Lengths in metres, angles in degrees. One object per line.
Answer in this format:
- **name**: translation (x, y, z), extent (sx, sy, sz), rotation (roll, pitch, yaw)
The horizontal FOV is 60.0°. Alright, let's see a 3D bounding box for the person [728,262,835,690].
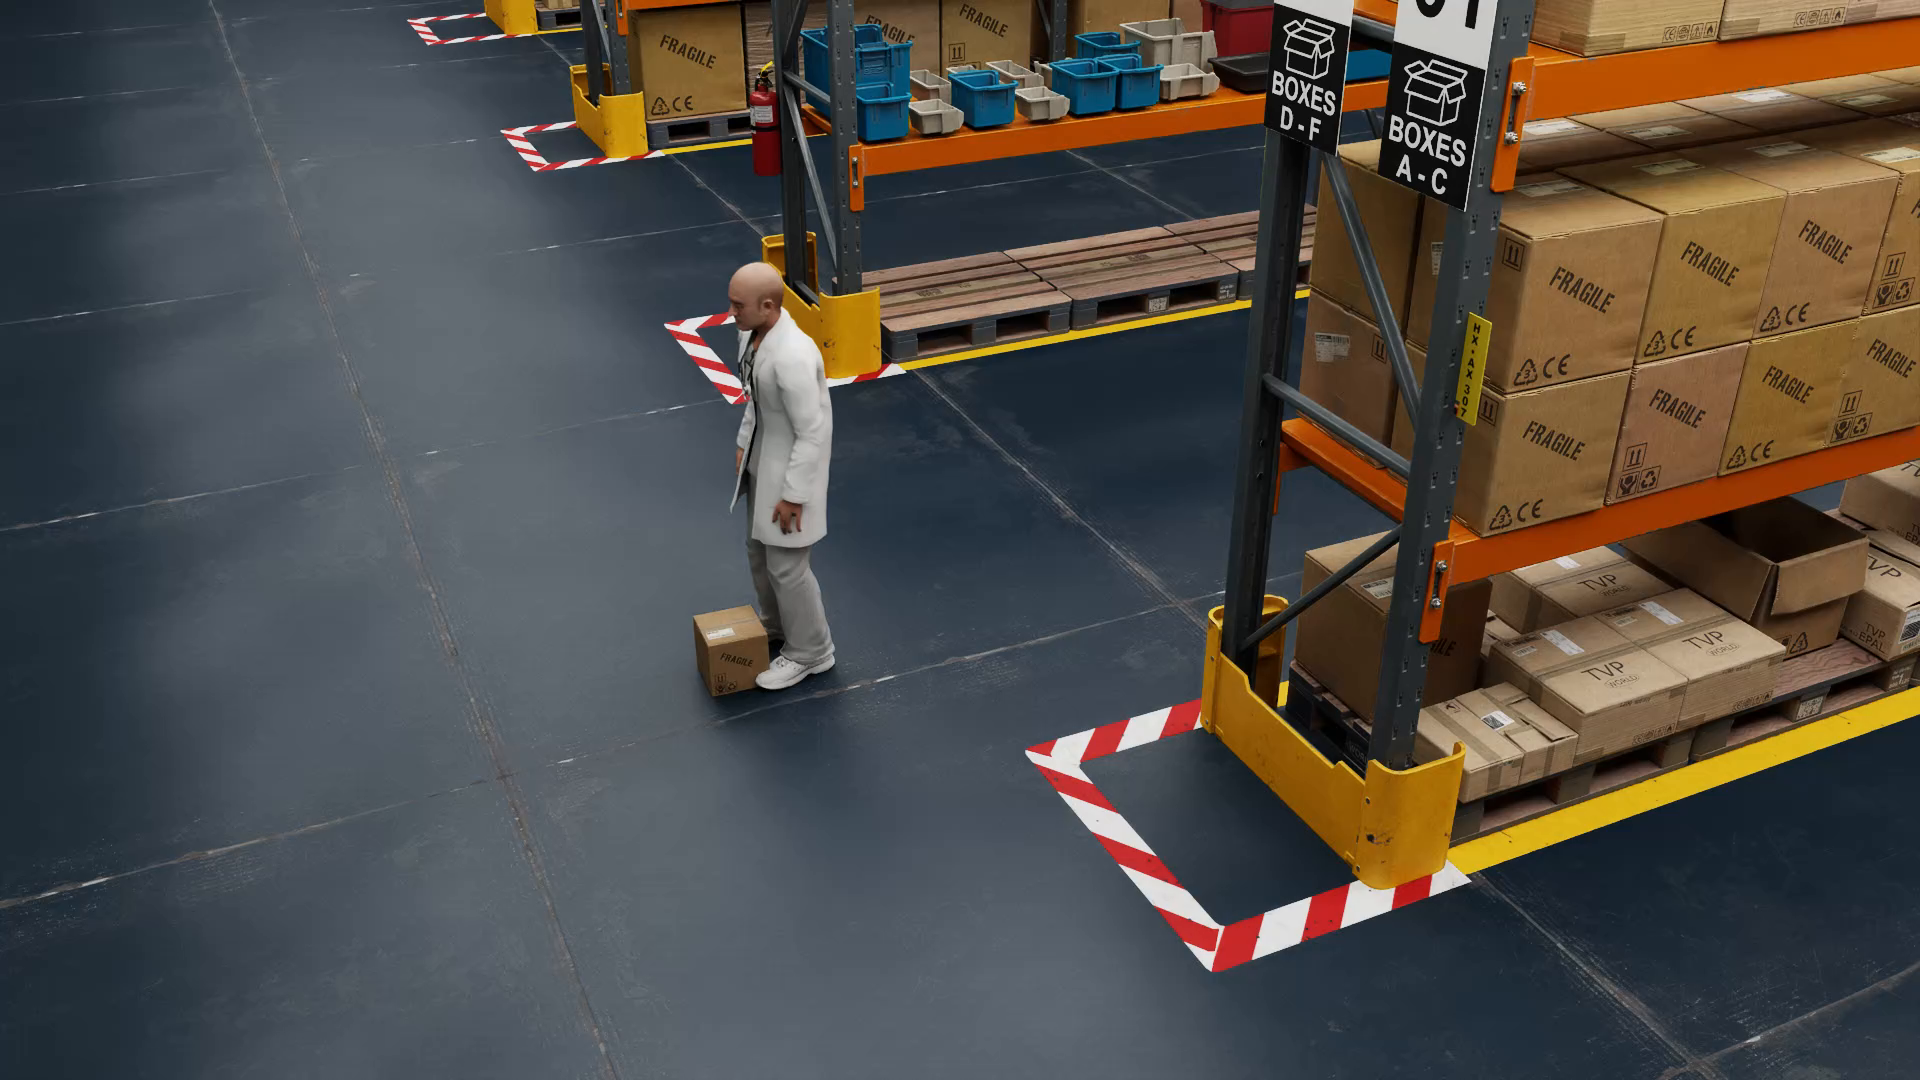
- **person**: translation (-0.725, -0.265, 6.619), extent (0.424, 1.774, 0.644), rotation (-13, 31, -22)
